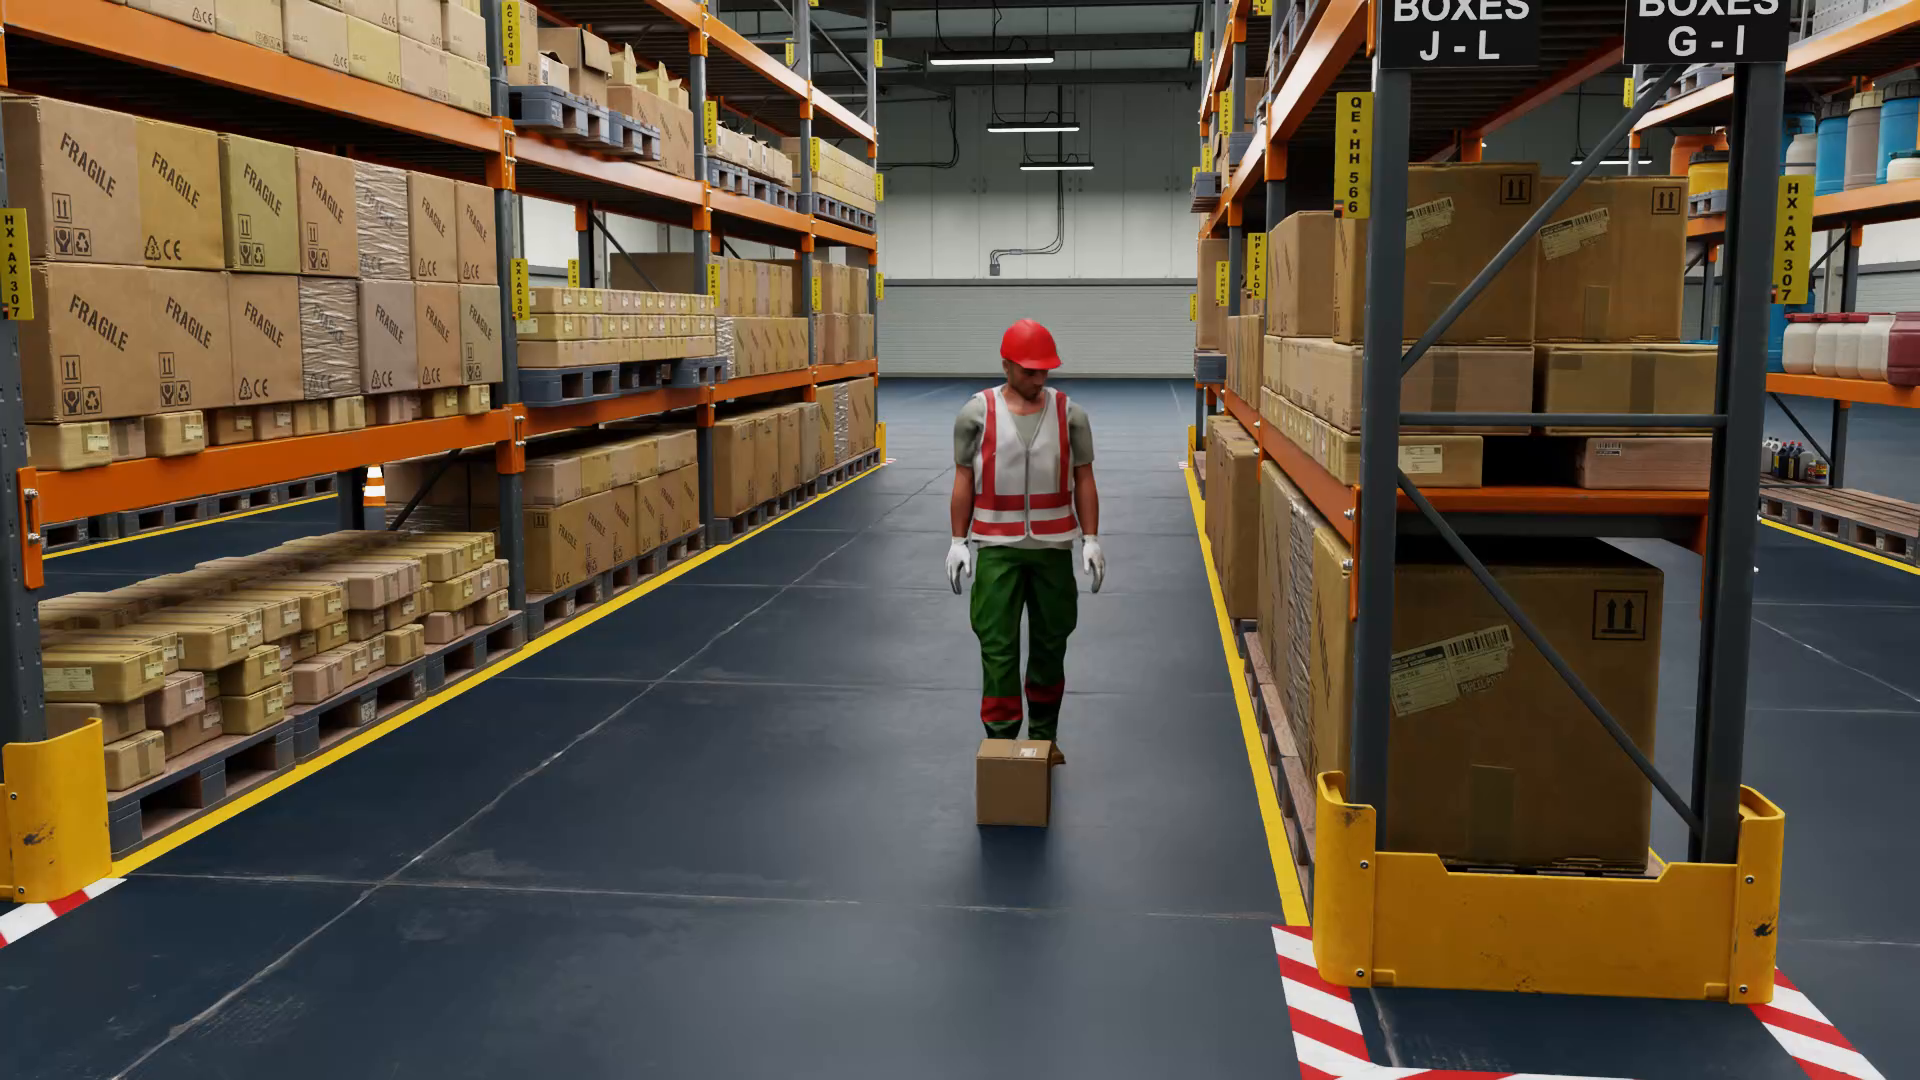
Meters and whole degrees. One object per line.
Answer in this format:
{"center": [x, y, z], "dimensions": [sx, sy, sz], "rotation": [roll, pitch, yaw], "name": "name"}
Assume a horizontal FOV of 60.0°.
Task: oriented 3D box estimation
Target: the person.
{"center": [4.141, -0.605, 11.281], "dimensions": [9.046, 1.764, 10.338], "rotation": [-1, 8, -4], "name": "person"}
